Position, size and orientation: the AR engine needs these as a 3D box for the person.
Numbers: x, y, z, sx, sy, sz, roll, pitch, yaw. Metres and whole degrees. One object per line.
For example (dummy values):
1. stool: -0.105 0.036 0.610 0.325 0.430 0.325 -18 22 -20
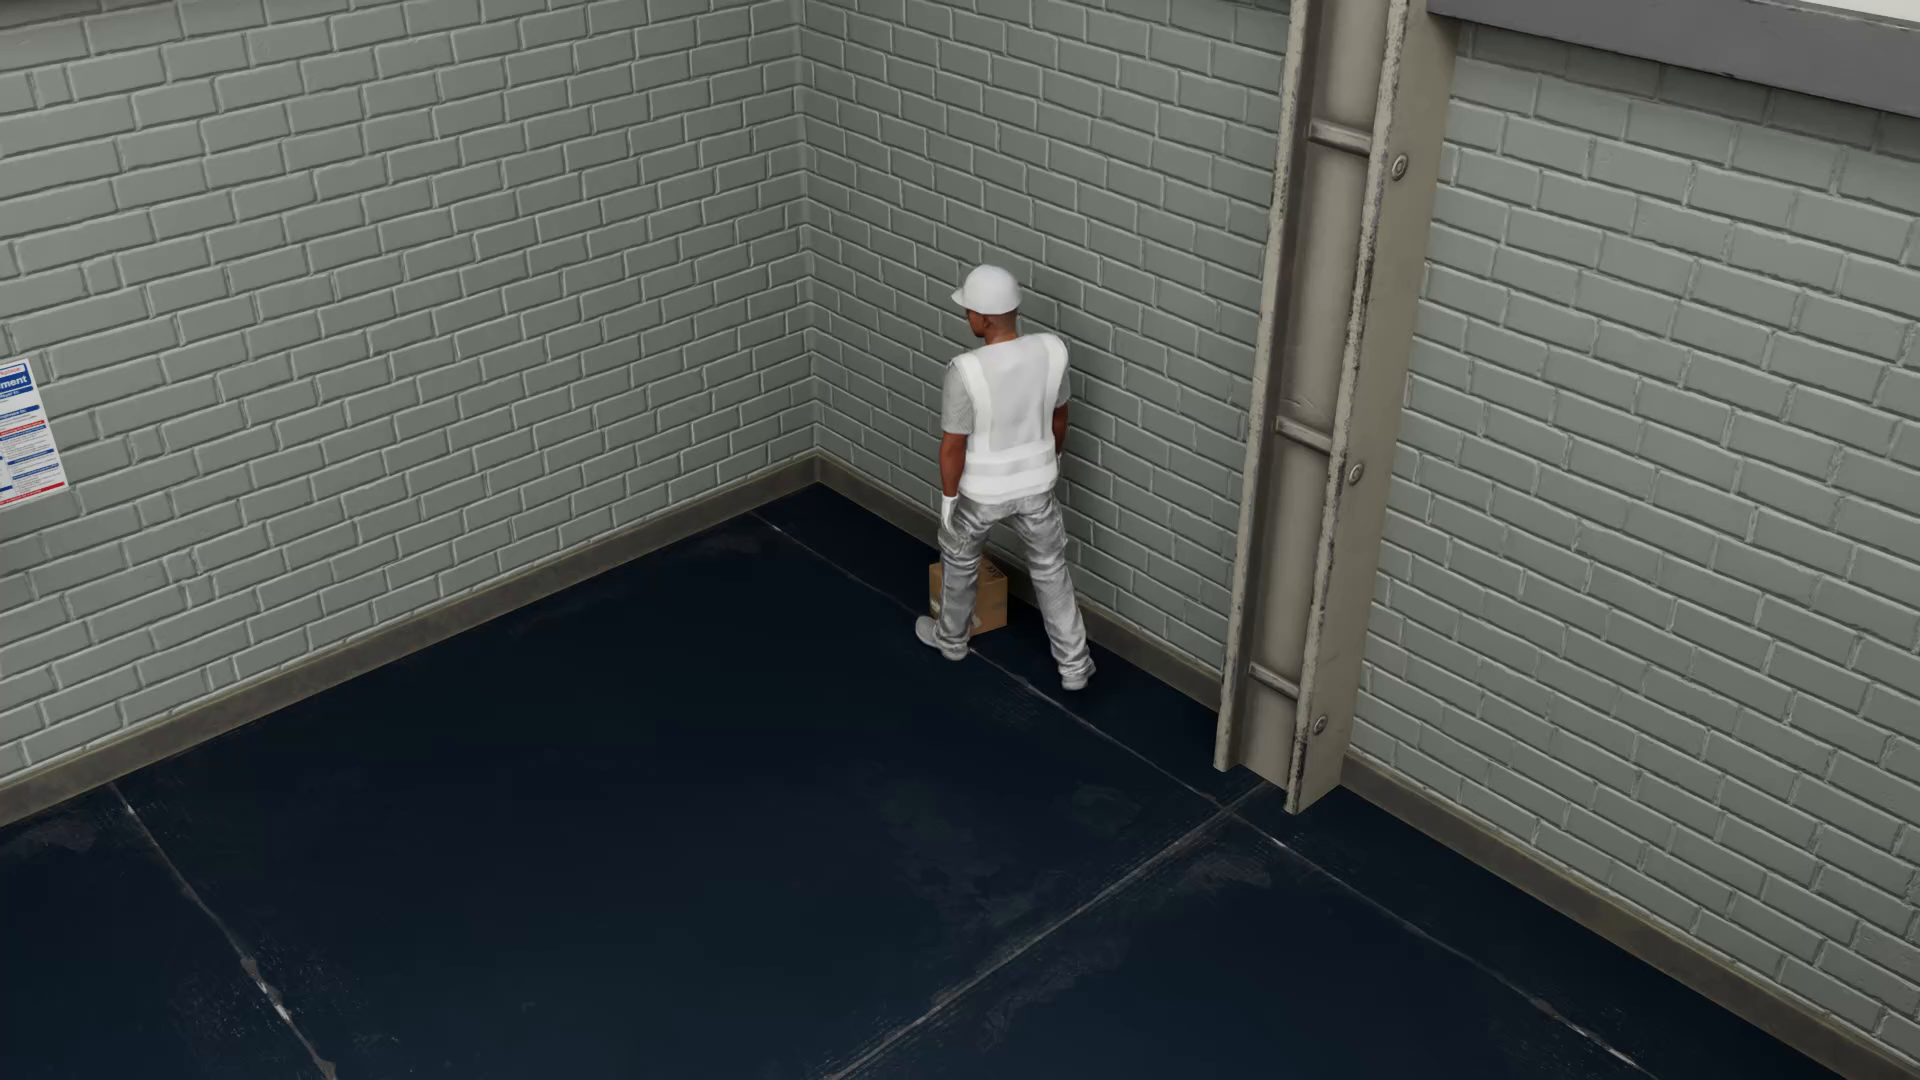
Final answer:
1. person: 0.175 -0.224 6.509 0.593 1.798 0.534 -13 34 -20
